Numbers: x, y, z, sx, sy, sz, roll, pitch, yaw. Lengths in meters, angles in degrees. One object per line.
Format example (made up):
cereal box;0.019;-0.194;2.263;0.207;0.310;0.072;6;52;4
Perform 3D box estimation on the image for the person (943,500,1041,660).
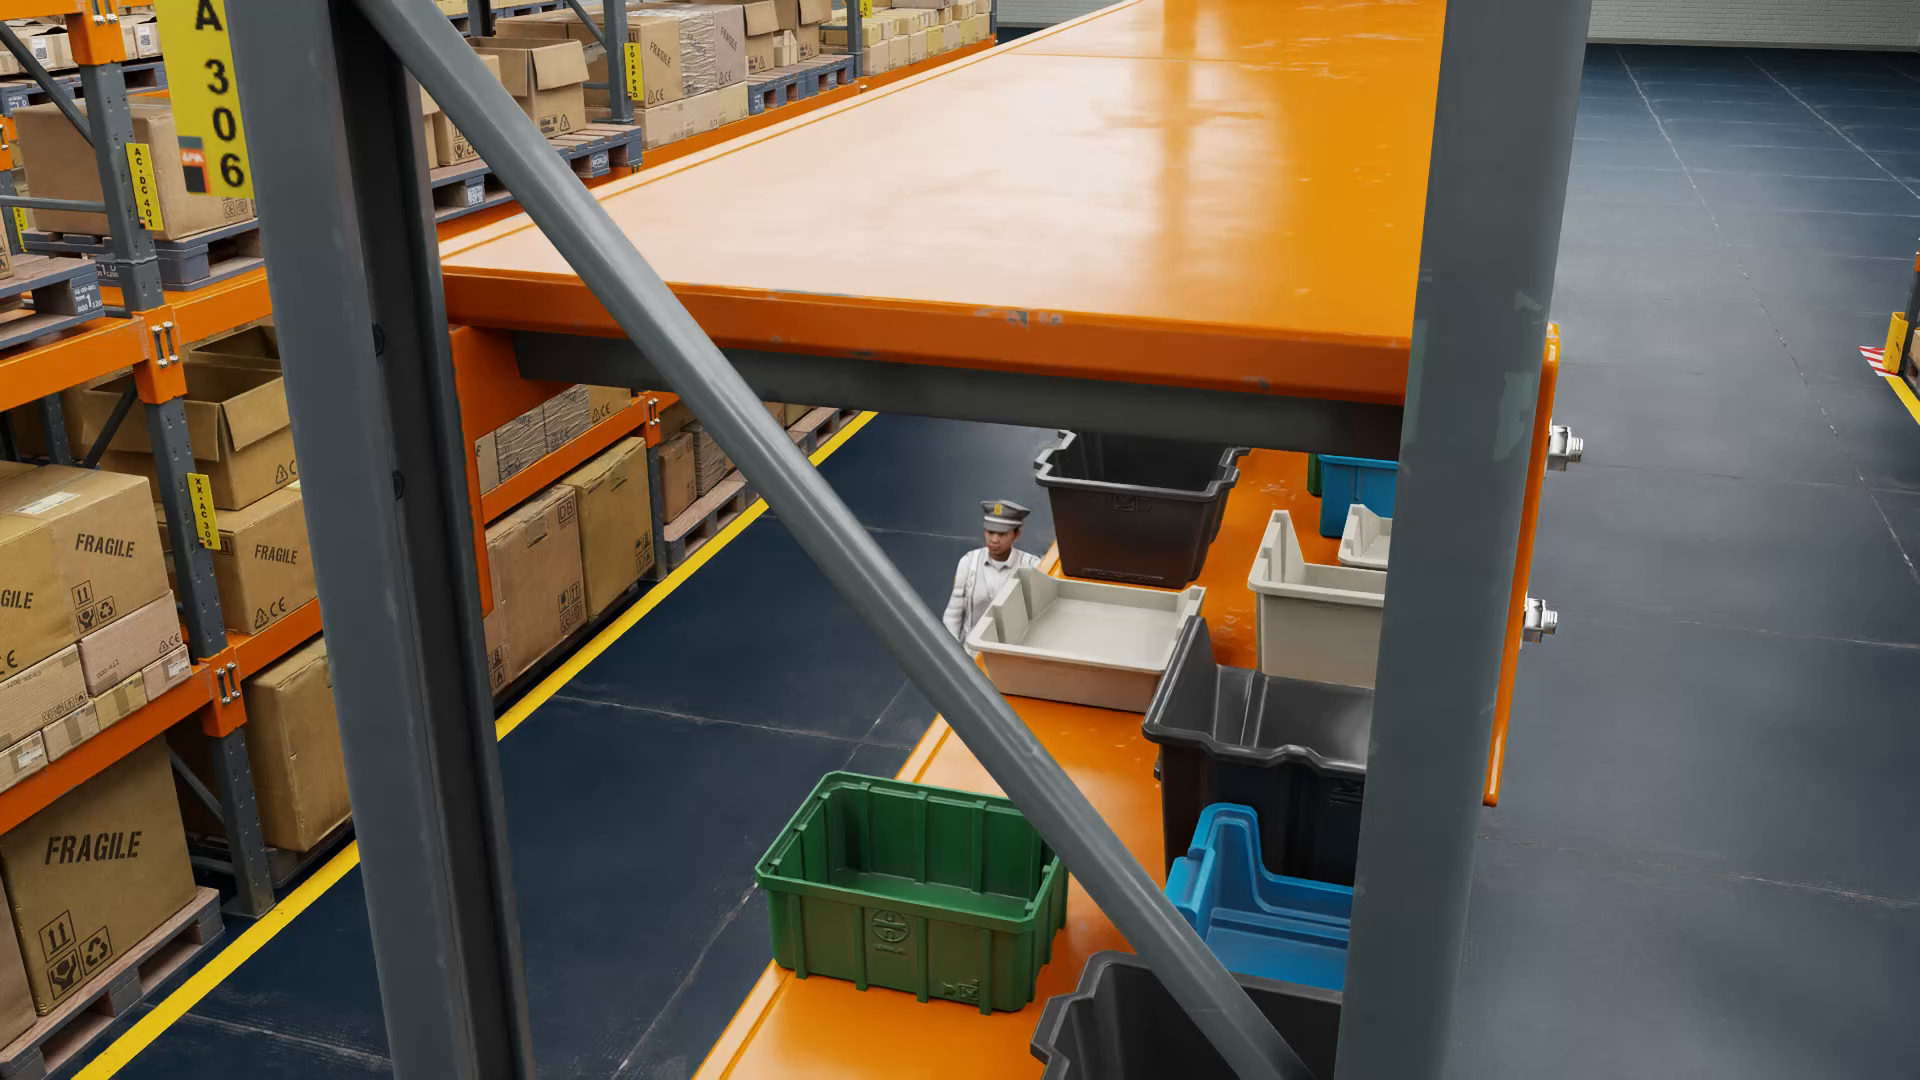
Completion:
person;0.156;0.617;8.025;0.525;1.686;0.830;6;23;15
